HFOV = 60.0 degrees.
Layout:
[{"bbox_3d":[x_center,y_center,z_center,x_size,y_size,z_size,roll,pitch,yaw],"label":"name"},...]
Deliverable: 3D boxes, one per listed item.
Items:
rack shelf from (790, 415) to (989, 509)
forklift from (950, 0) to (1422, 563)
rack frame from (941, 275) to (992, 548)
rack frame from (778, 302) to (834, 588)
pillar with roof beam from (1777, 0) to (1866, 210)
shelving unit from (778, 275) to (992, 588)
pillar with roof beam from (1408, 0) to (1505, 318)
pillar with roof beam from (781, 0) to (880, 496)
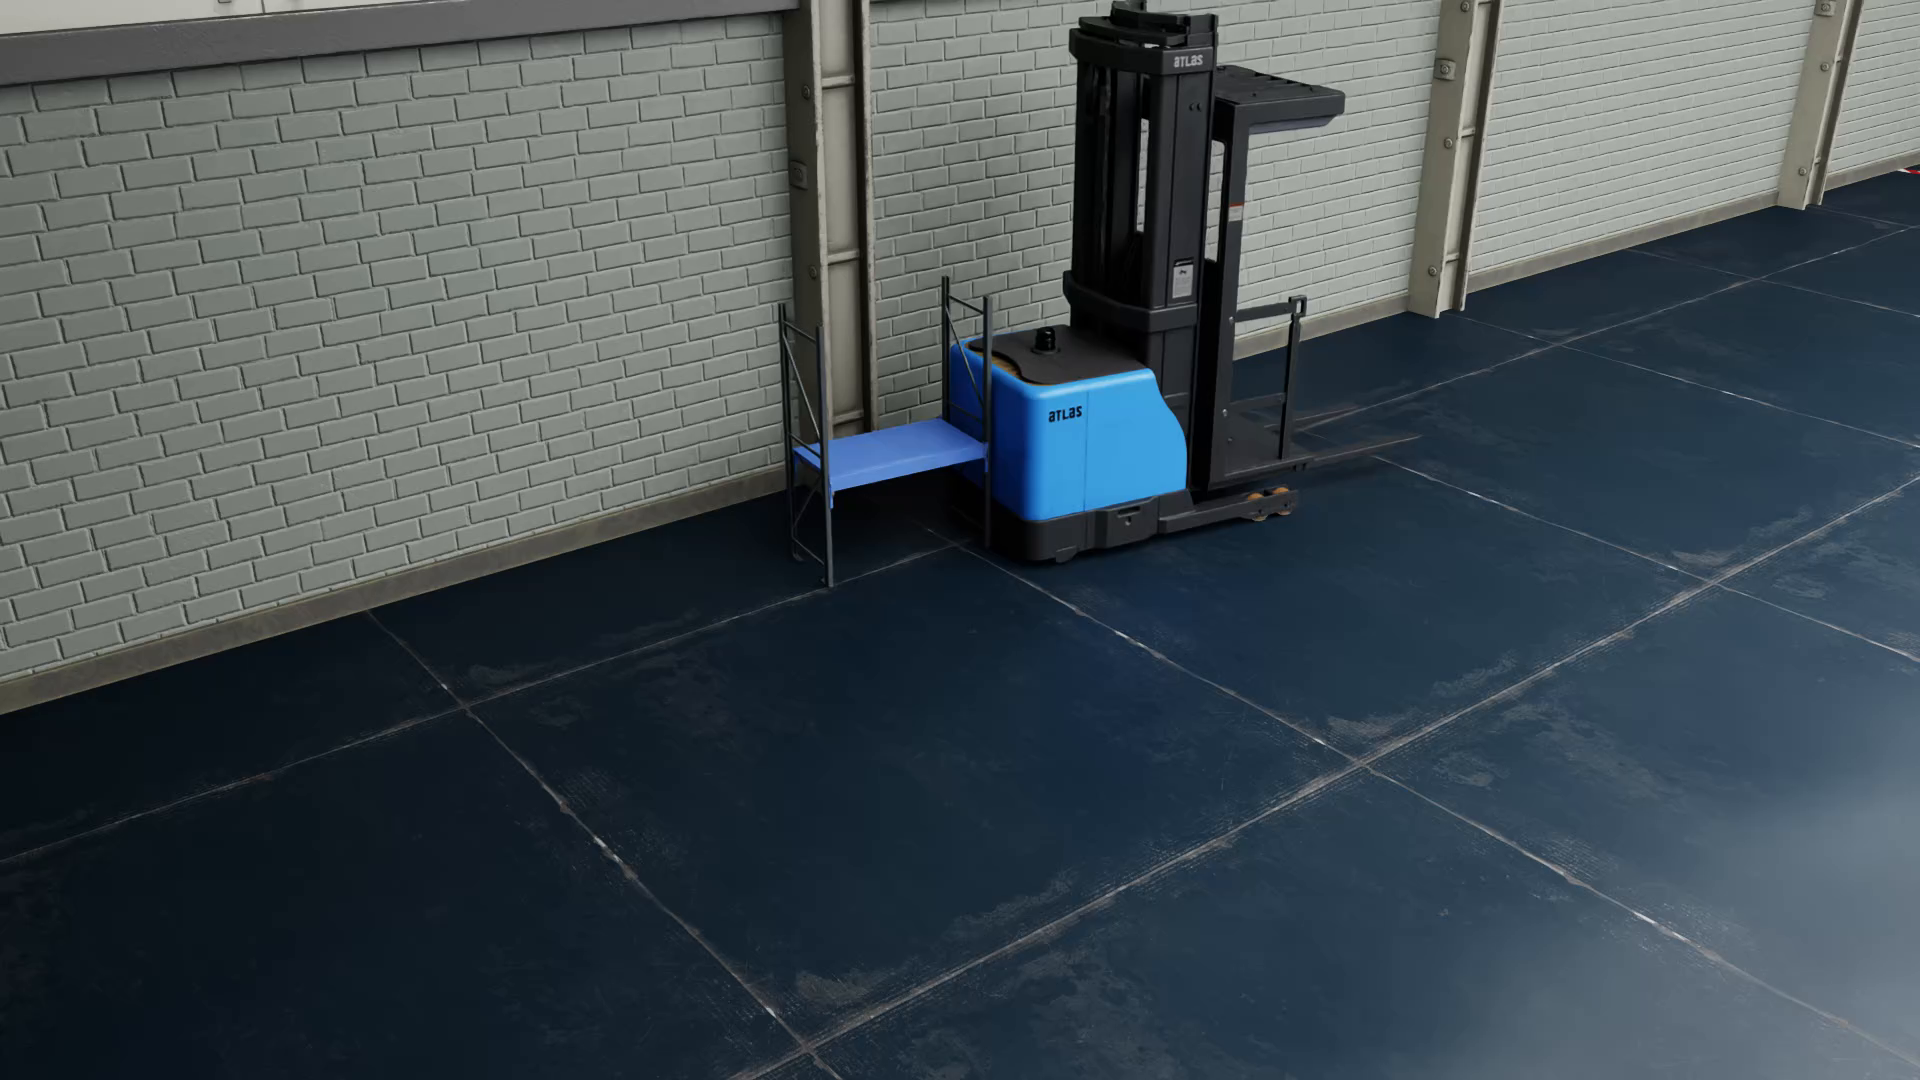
[{"bbox_3d":[-0.402,-0.453,9.372,1.000,0.185,0.538,-14,28,-28],"label":"rack shelf"},{"bbox_3d":[1.471,-1.623,9.766,3.031,2.935,1.130,-13,28,-25],"label":"forklift"},{"bbox_3d":[0.035,-0.725,9.531,0.032,1.500,0.500,-14,28,-28],"label":"rack frame"},{"bbox_3d":[-0.839,-0.507,9.060,0.032,1.500,0.500,-14,28,-28],"label":"rack frame"},{"bbox_3d":[11.345,-6.139,12.289,0.400,9.000,9.100,-18,31,-34],"label":"pillar with roof beam"},{"bbox_3d":[-0.402,-0.616,9.296,1.048,1.500,0.538,-14,28,-28],"label":"shelving unit"},{"bbox_3d":[6.624,-4.581,8.930,0.400,9.000,9.100,-18,31,-34],"label":"pillar with roof beam"},{"bbox_3d":[1.902,-3.022,5.572,0.400,9.000,9.100,-18,31,-34],"label":"pillar with roof beam"}]
